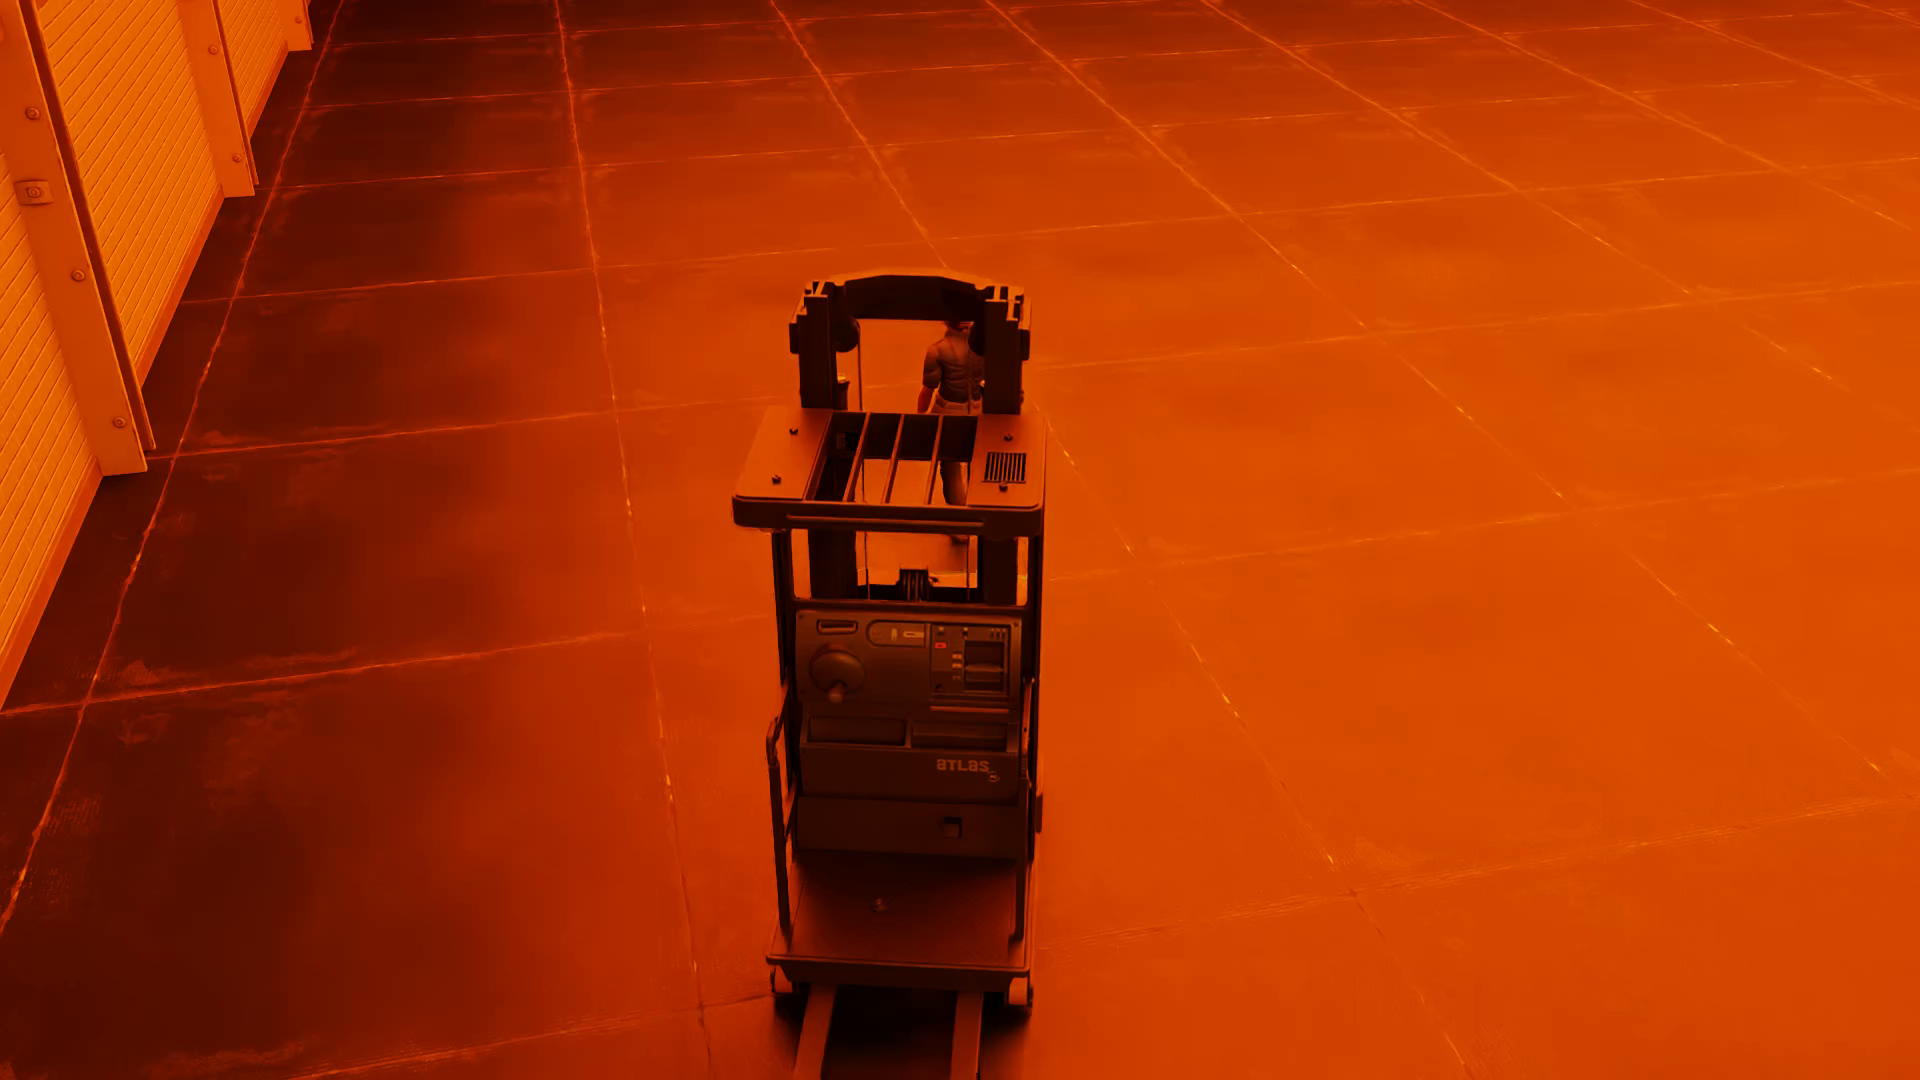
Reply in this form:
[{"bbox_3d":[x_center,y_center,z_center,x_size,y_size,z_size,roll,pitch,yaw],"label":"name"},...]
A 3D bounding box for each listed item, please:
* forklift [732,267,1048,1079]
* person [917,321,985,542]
[{"bbox_3d":[-0.226,0.538,6.645,1.130,2.935,3.031,2,30,4],"label":"forklift"},{"bbox_3d":[-0.001,-0.767,10.160,0.569,1.654,0.504,-7,31,-12],"label":"person"}]
